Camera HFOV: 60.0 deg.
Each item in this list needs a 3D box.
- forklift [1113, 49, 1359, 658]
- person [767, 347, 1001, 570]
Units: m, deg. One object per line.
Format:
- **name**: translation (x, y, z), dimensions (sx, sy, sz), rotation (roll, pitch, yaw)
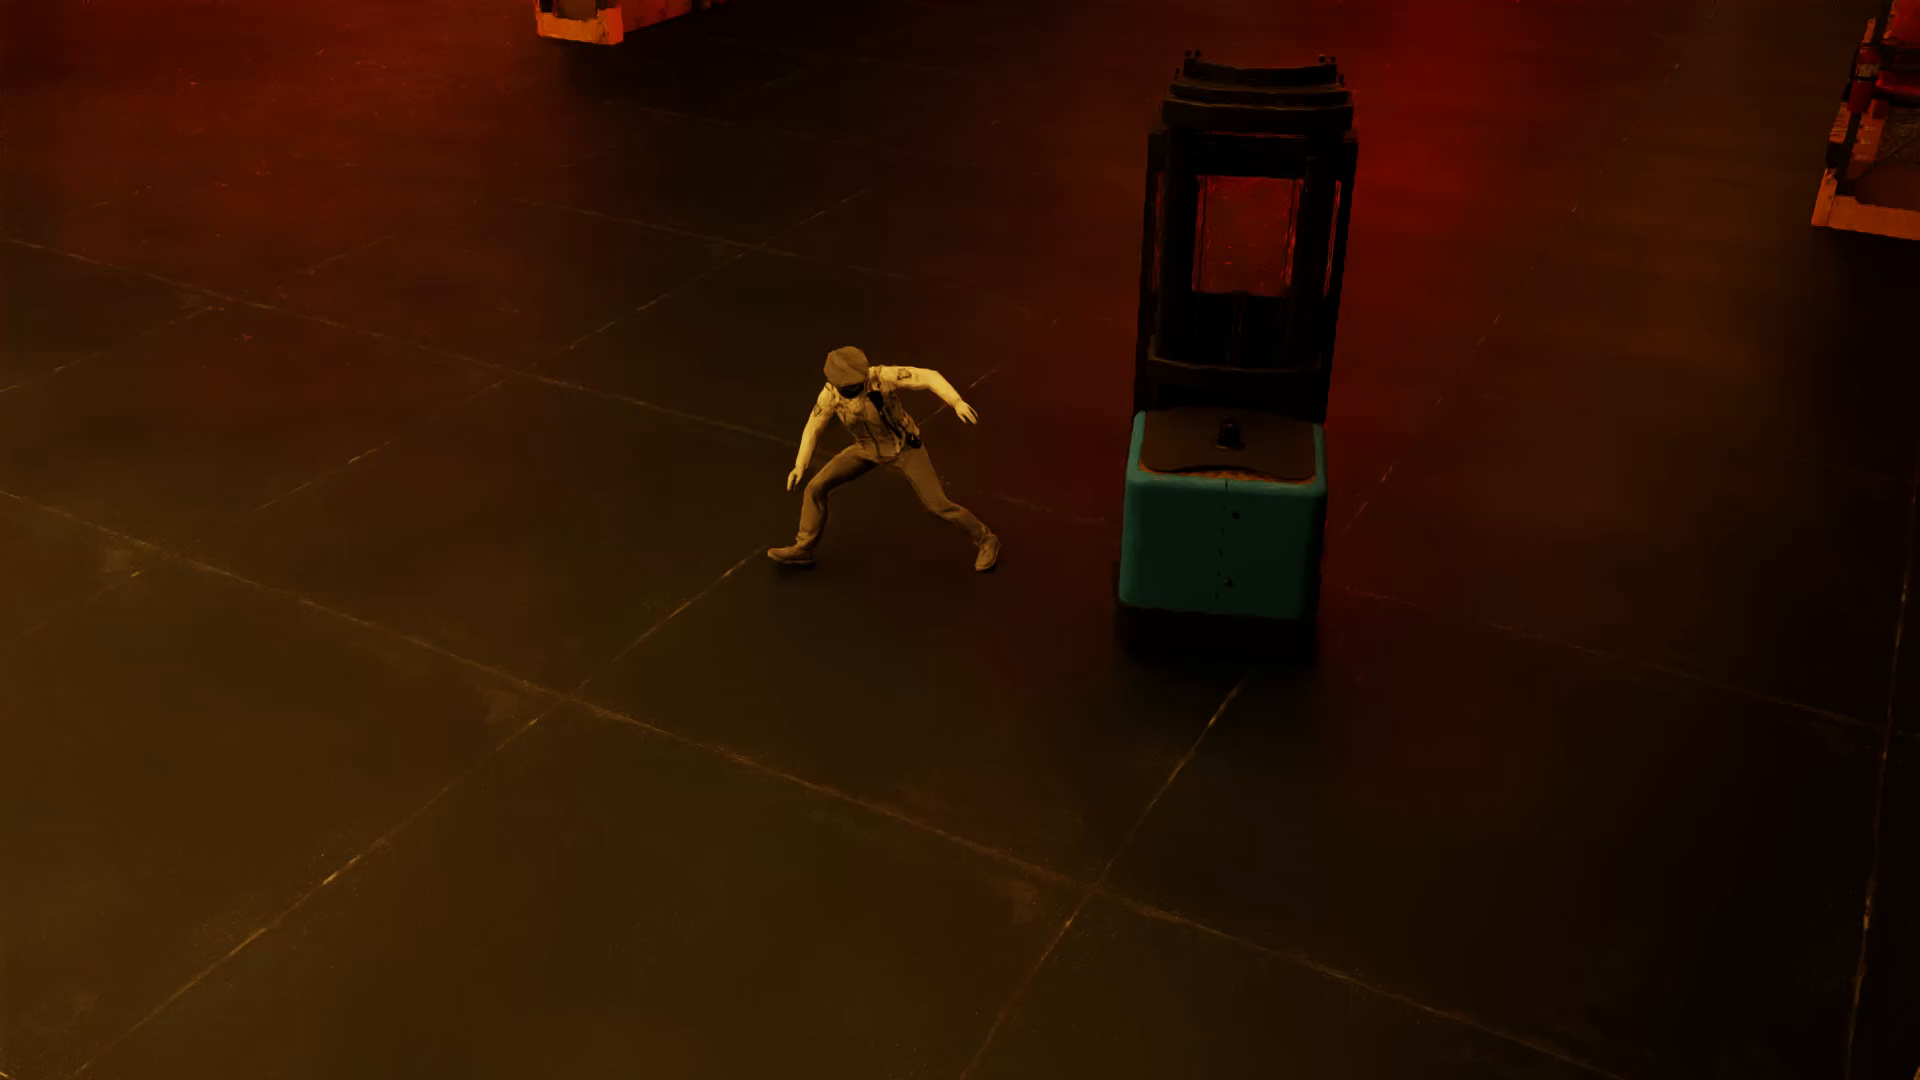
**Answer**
- **forklift**: translation (1.572, -1.363, 9.432), dimensions (1.130, 2.935, 3.031), rotation (4, 30, 8)
- **person**: translation (-0.430, -0.457, 9.416), dimensions (1.232, 1.393, 0.718), rotation (12, 32, 19)
